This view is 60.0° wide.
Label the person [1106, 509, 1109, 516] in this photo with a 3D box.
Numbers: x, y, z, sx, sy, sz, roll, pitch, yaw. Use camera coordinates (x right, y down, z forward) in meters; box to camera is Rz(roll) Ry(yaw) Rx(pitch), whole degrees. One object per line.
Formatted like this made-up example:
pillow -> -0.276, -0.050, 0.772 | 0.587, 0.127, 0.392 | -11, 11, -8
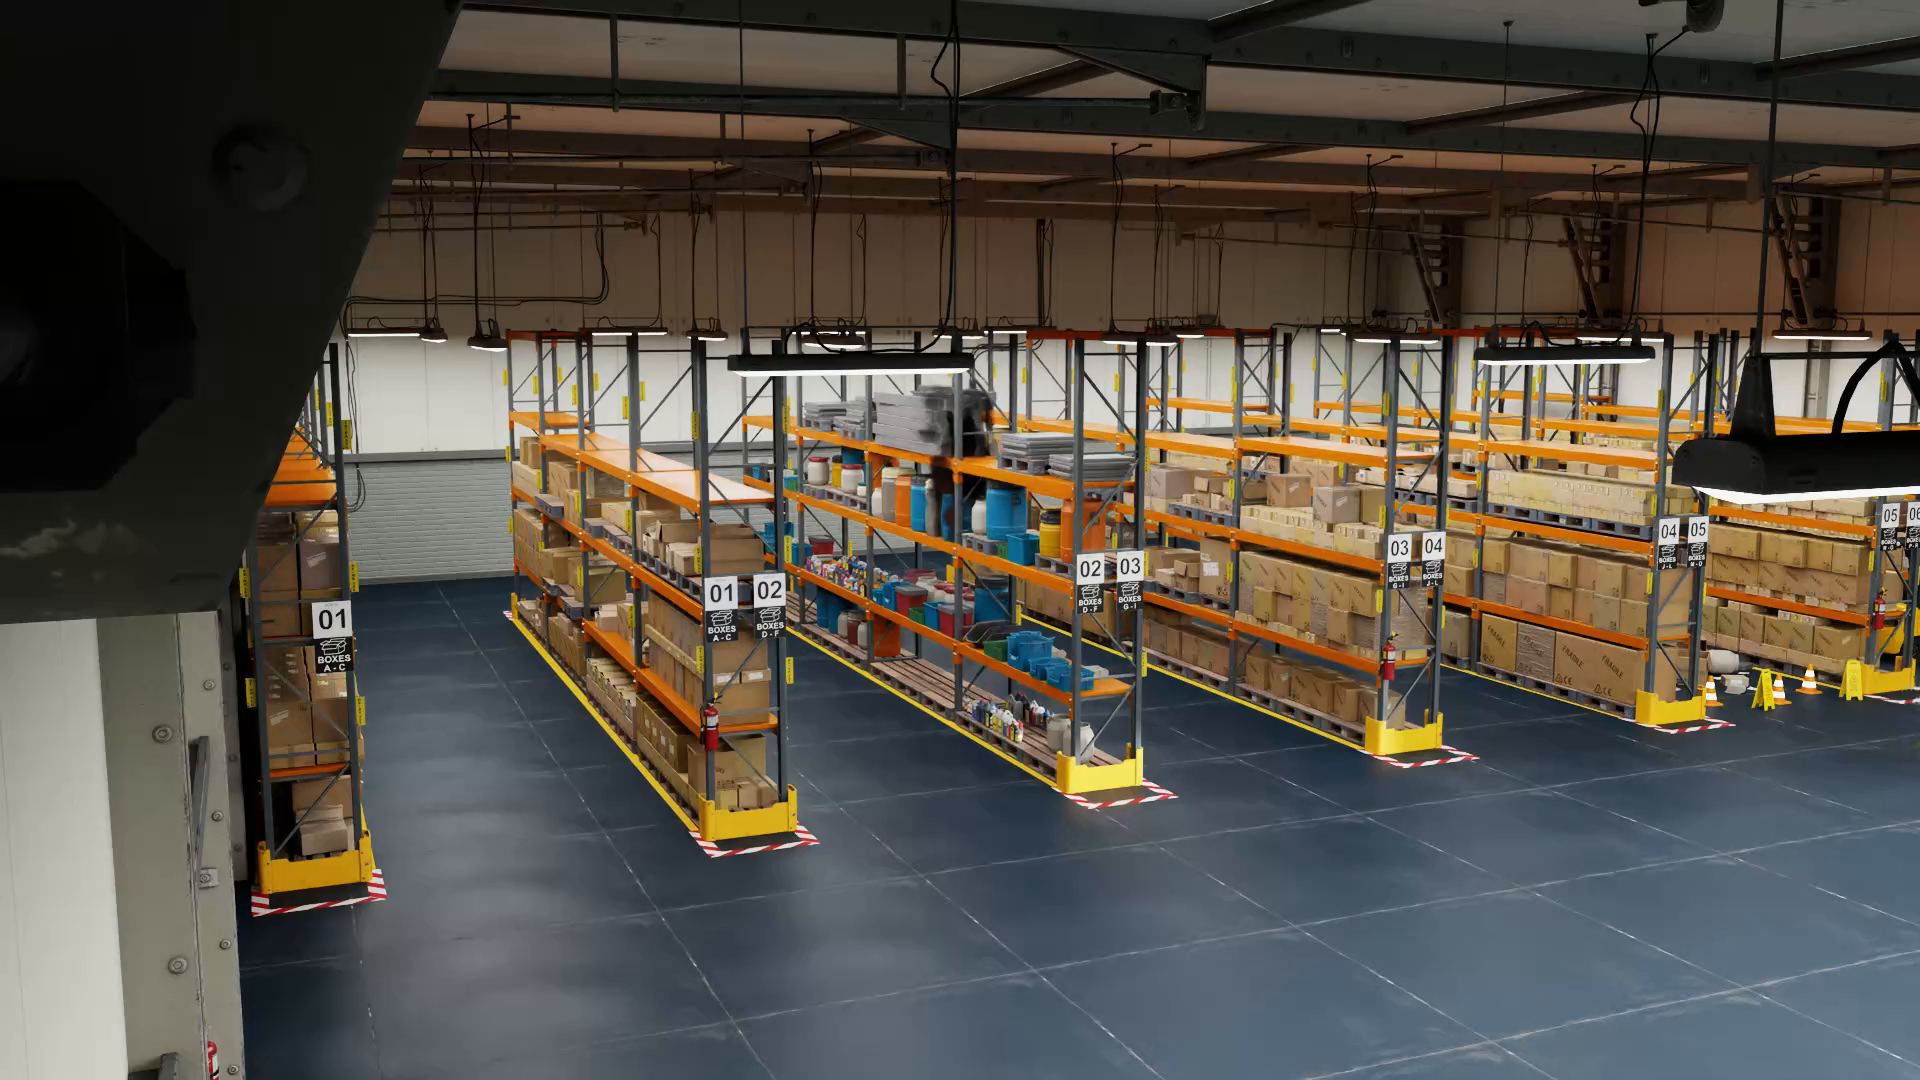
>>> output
person -> 3.391, 0.085, 39.700 | 0.676, 1.666, 0.885 | 1, 8, 7
